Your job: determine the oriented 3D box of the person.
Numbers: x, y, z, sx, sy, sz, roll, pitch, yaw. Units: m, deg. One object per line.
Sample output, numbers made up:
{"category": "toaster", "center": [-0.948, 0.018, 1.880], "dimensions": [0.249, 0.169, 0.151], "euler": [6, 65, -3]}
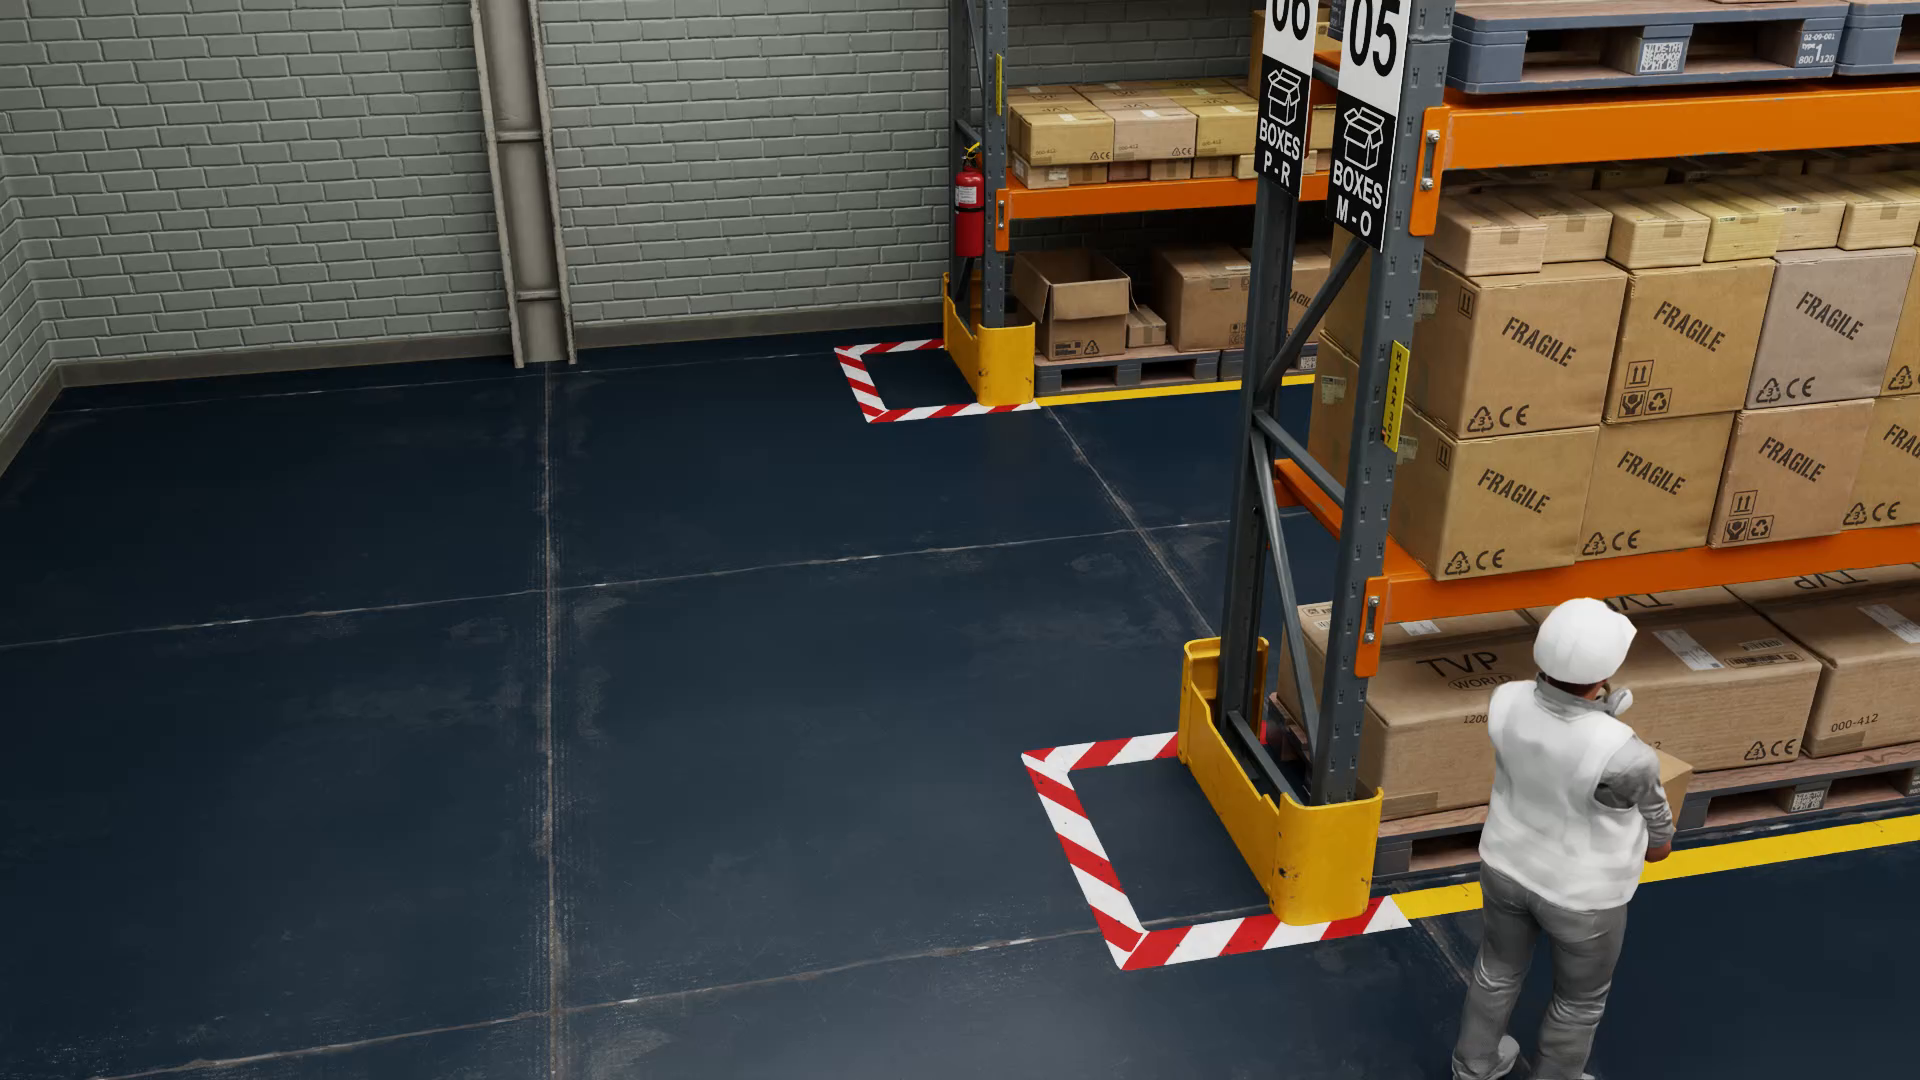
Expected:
{"category": "person", "center": [1.756, 0.906, 4.783], "dimensions": [0.558, 1.762, 0.494], "euler": [-19, 33, -34]}
